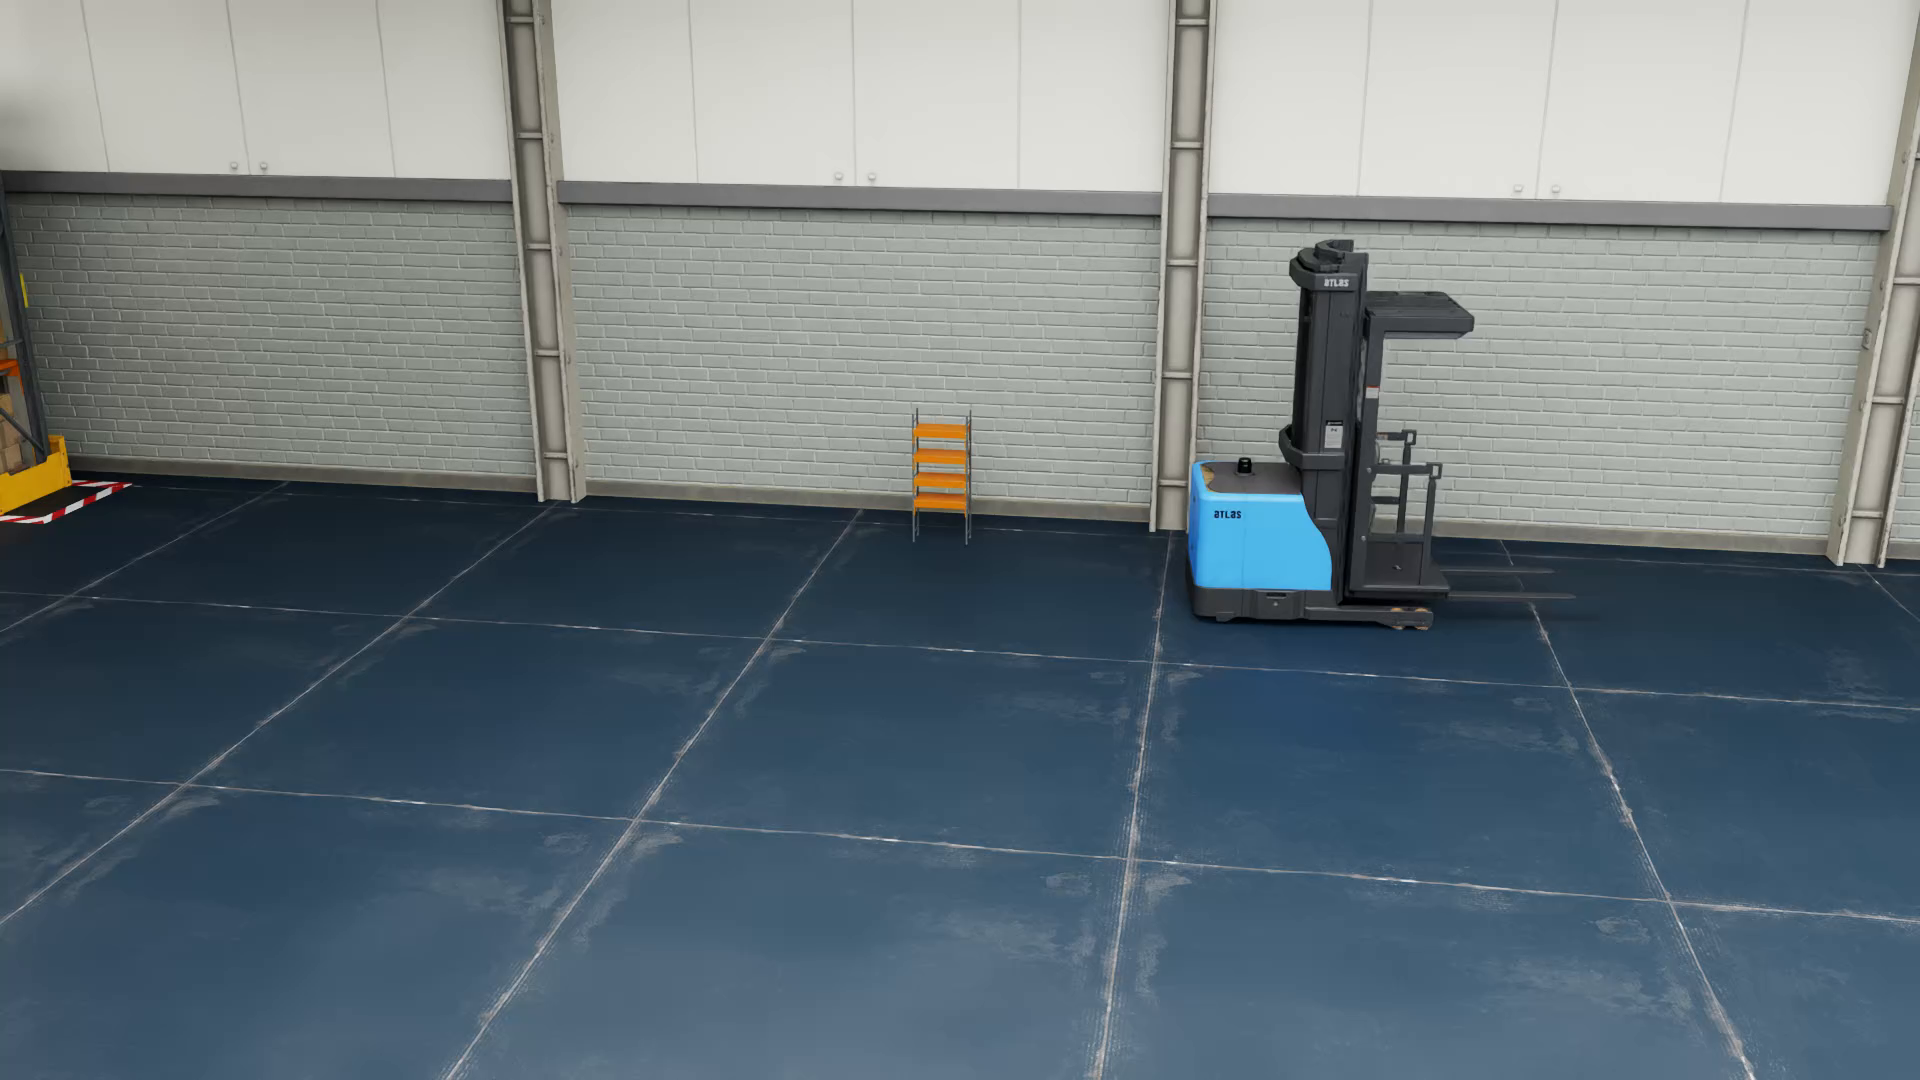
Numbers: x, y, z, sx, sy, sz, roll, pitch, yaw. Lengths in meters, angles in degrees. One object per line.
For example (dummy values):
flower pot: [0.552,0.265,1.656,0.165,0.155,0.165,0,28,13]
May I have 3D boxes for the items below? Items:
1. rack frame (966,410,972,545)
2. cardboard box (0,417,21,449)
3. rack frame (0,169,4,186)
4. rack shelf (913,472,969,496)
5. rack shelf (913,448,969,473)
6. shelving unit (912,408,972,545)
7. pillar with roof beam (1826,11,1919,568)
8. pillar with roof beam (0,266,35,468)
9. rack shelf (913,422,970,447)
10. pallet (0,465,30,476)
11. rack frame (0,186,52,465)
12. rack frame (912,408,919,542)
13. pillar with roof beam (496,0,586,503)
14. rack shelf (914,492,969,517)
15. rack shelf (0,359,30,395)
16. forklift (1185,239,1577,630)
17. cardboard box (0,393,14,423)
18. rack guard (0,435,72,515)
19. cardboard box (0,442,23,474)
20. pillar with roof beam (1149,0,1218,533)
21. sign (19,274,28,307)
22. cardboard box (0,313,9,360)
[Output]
rack frame: [0.077,-0.565,15.048,0.015,1.200,0.240,3,19,9]
cardboard box: [-9.753,-1.048,16.540,0.500,0.250,0.500,3,19,10]
rack frame: [-9.321,-4.672,15.033,0.127,3.000,1.000,3,19,9]
rack shelf: [-0.163,-0.514,15.106,0.480,0.148,0.258,3,19,9]
rack shelf: [-0.163,-0.726,15.035,0.480,0.148,0.258,3,19,9]
shelving unit: [-0.163,-0.577,15.084,0.503,1.200,0.258,3,19,9]
pillar with roof beam: [7.224,-2.735,9.243,0.400,9.000,9.100,3,19,9]
pillar with roof beam: [-10.549,-3.641,11.950,0.400,9.000,9.100,3,19,9]
rack shelf: [-0.163,-0.950,14.960,0.480,0.148,0.258,3,19,9]
pallet: [-10.083,-0.531,16.503,1.213,0.211,1.003,3,19,9]
rack frame: [-9.321,-1.827,15.984,0.127,3.000,1.000,3,19,9]
rack frame: [-0.404,-0.590,15.121,0.015,1.200,0.240,3,19,9]
pillar with roof beam: [-4.625,-3.339,11.048,0.400,9.000,9.100,3,19,9]
rack shelf: [-0.163,-0.325,15.169,0.480,0.148,0.258,3,19,9]
rack shelf: [-11.296,-1.587,16.399,4.000,0.370,1.077,3,19,9]
forklift: [3.398,-0.854,13.184,3.031,2.935,1.130,1,19,3]
cardboard box: [-9.766,-1.280,16.445,0.500,0.250,0.500,3,19,8]
rack guard: [-9.298,-0.641,16.377,0.348,0.500,1.175,3,19,9]
cardboard box: [-9.775,-0.809,16.611,0.500,0.250,0.500,3,19,9]
pillar with roof beam: [1.300,-3.037,10.145,0.400,9.000,9.100,3,19,9]
sign: [-9.227,-2.449,16.353,0.005,0.325,0.100,3,19,9]
cardboard box: [-9.766,-1.987,16.303,0.500,0.500,0.500,4,19,10]
